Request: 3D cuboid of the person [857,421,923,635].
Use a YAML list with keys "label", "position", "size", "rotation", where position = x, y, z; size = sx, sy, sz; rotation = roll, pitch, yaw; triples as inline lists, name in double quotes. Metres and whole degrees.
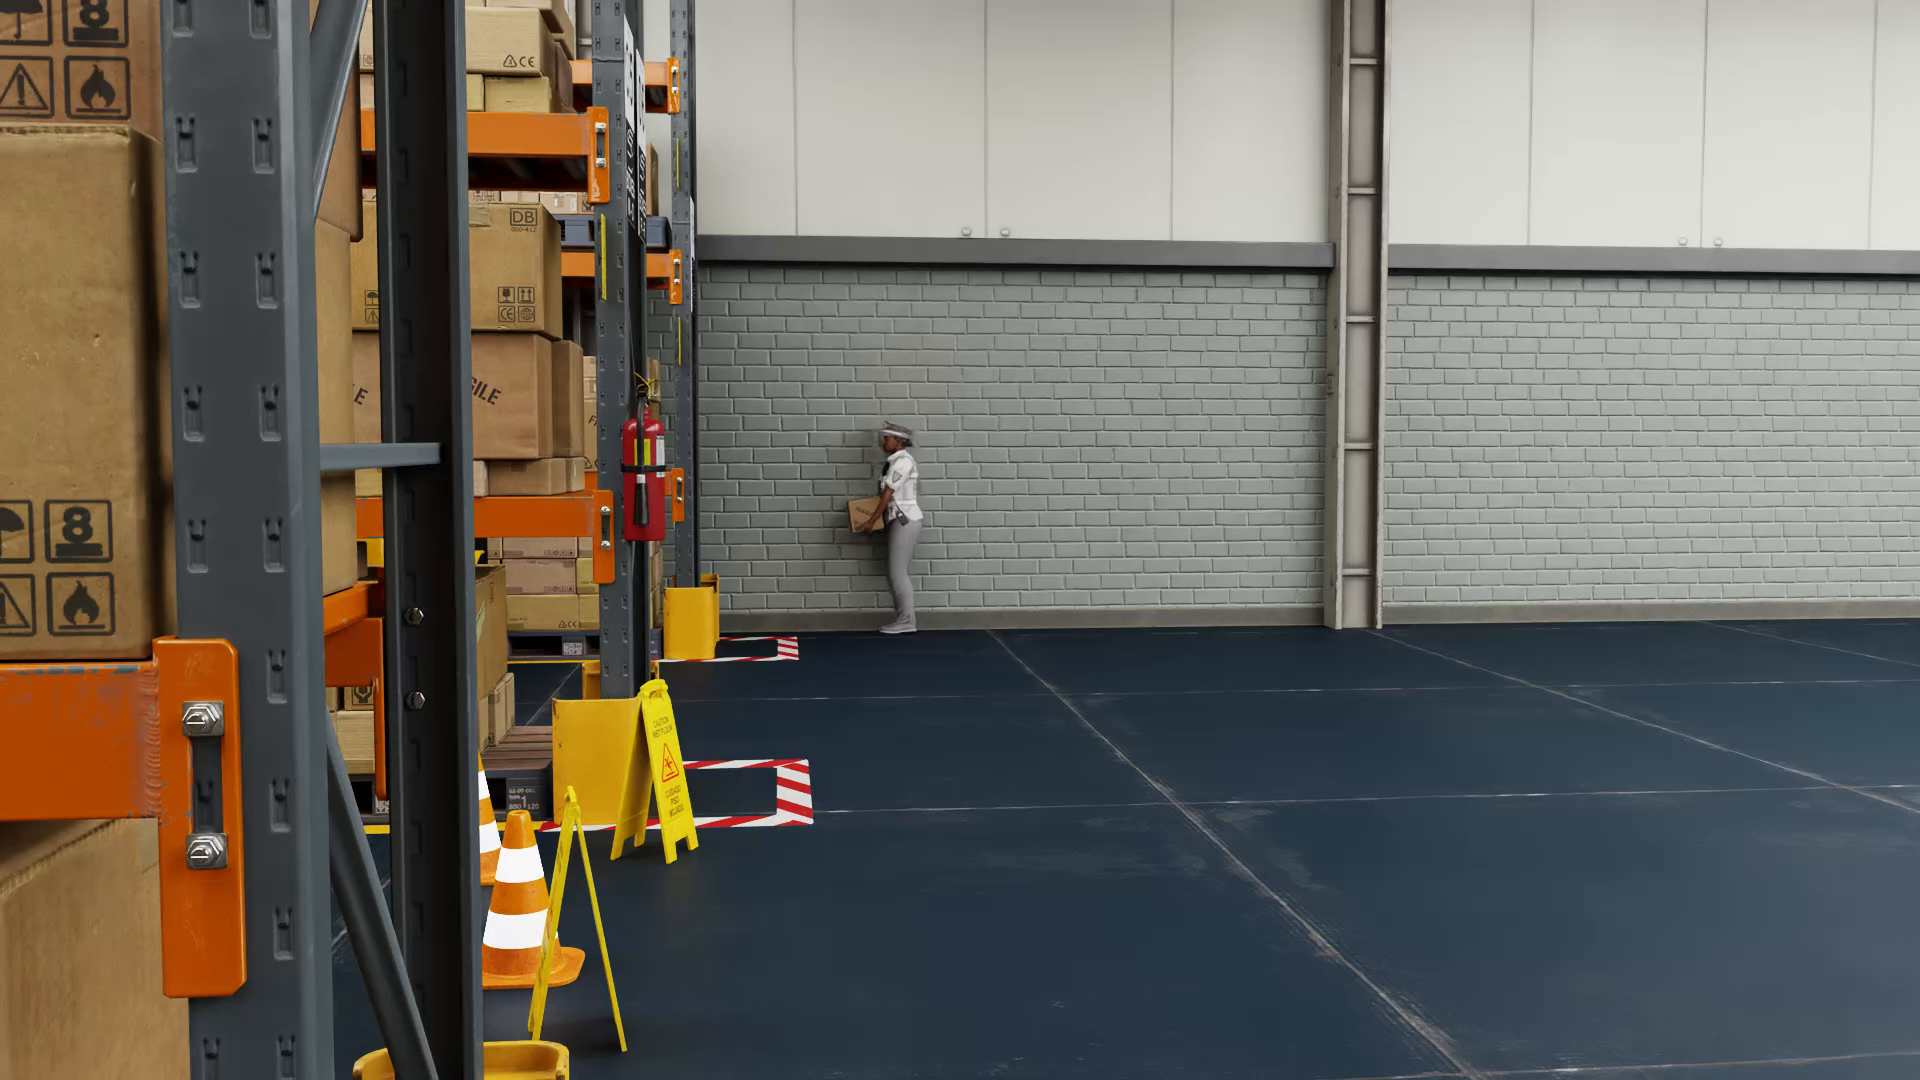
- label: "person"
  position: [-0.556, -0.103, 13.144]
  size: [0.531, 1.683, 0.416]
  rotation: [0, 4, -8]
